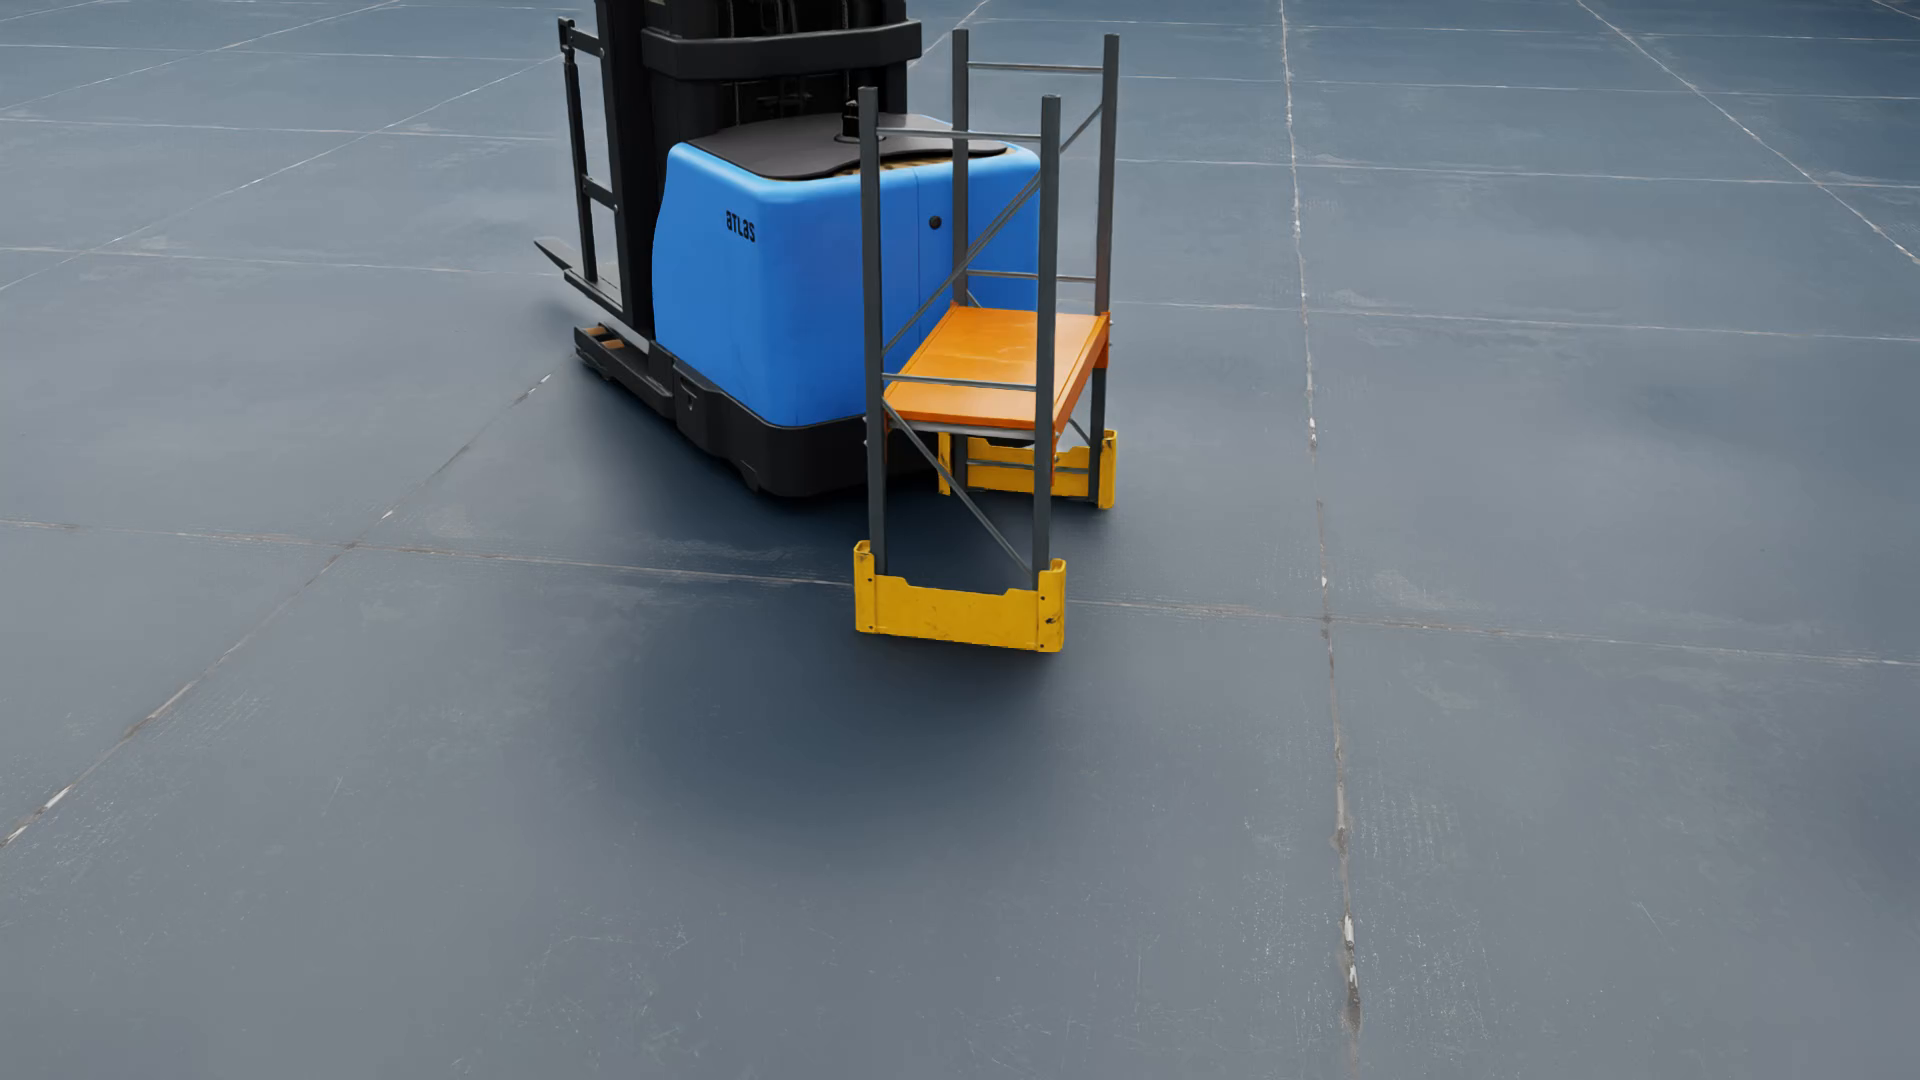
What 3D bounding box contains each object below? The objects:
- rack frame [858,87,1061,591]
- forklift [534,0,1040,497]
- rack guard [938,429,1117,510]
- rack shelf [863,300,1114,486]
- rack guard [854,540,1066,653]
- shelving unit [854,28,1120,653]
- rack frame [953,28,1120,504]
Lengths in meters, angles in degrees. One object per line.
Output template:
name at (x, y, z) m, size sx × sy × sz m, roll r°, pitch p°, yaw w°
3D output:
rack frame at (-0.003, -0.409, 4.355) m, size 0.500 × 1.500 × 0.032 m, roll 6°, pitch 26°, yaw 12°
forklift at (-0.905, -2.047, 6.165) m, size 1.130 × 2.935 × 3.031 m, roll -14°, pitch 29°, yaw -28°
rack guard at (0.220, -0.255, 5.500) m, size 0.587 × 0.250 × 0.087 m, roll 6°, pitch 26°, yaw 12°
rack shelf at (0.111, -0.456, 4.880) m, size 0.538 × 0.185 × 1.000 m, roll 6°, pitch 26°, yaw 12°
rack guard at (-0.003, 0.156, 4.621) m, size 0.587 × 0.250 × 0.087 m, roll 6°, pitch 26°, yaw 12°
shelving unit at (0.109, -0.615, 4.796) m, size 0.587 × 1.500 × 1.083 m, roll 6°, pitch 26°, yaw 12°
rack frame at (0.225, -0.829, 5.252) m, size 0.500 × 1.500 × 0.032 m, roll 6°, pitch 26°, yaw 12°
